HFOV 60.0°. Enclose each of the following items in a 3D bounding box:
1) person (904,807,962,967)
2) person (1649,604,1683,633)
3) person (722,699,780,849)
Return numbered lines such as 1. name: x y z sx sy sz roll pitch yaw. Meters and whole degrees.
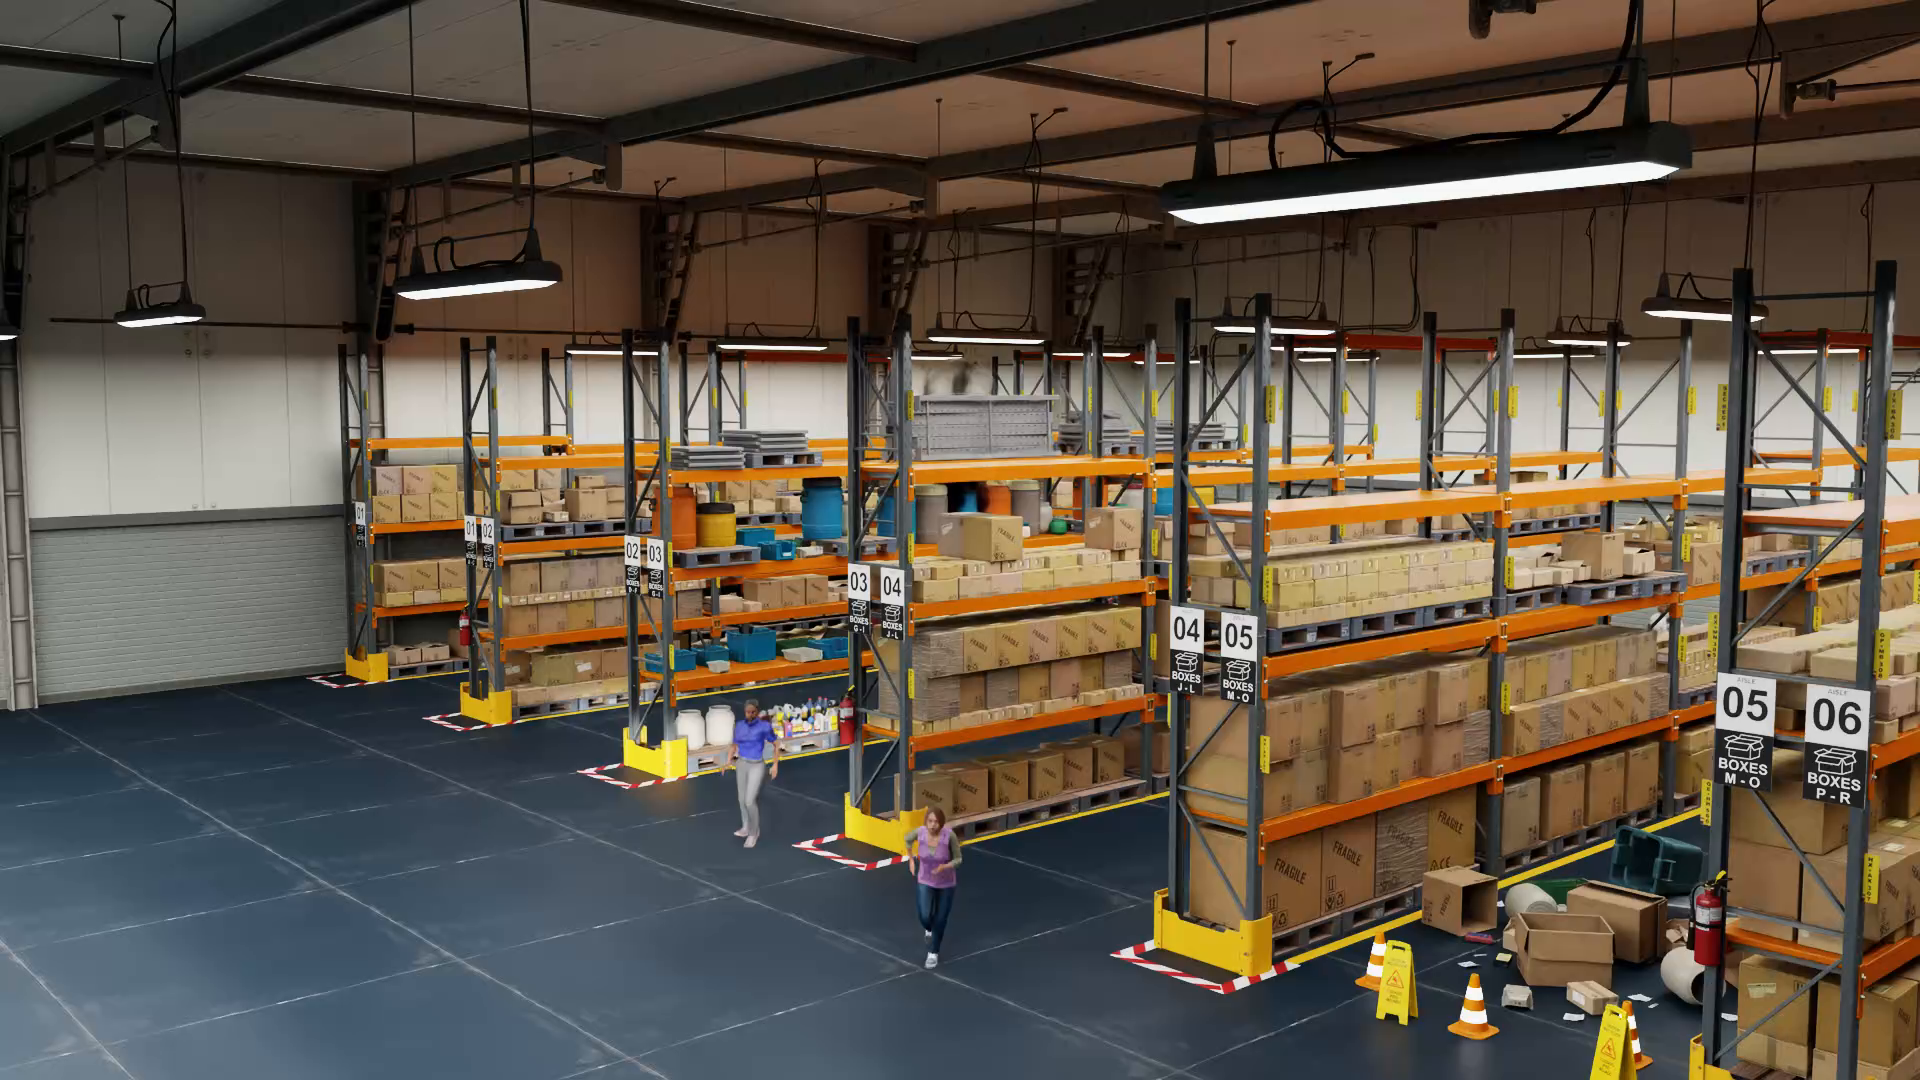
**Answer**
1. person: -0.243 3.090 14.782 0.525 1.526 0.662 0 5 1
2. person: 11.888 1.824 28.059 0.562 1.719 0.820 3 6 32
3. person: -2.378 2.657 18.905 0.553 1.733 0.614 2 6 24
